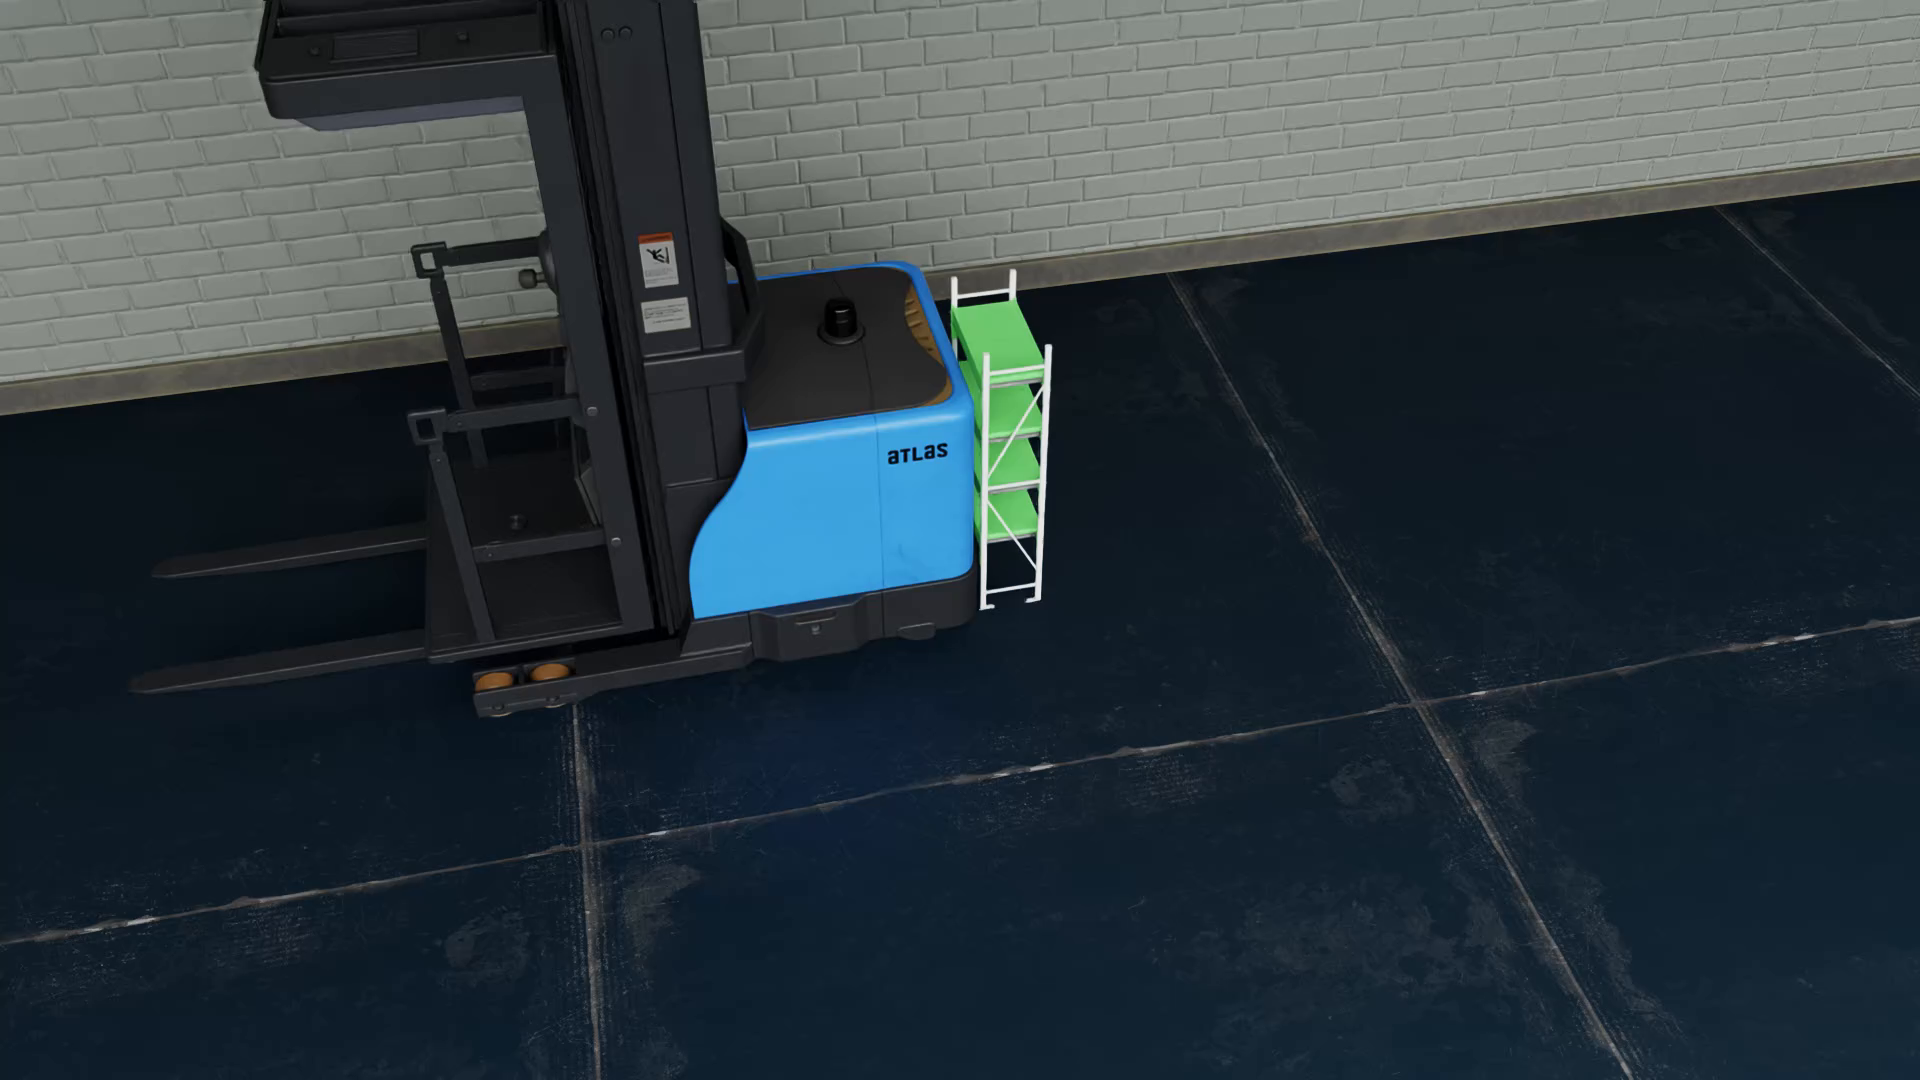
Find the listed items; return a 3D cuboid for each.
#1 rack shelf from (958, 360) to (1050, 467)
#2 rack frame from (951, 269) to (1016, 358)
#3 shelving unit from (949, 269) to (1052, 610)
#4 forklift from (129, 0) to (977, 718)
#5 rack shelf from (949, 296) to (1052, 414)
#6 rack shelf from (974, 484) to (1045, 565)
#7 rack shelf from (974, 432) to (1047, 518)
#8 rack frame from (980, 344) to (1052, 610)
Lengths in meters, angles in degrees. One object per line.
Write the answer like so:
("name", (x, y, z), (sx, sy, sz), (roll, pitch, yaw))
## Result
("rack shelf", (0.141, -0.490, 6.133), (0.258, 0.148, 0.480), (-9, 42, -10))
("rack frame", (0.086, -0.516, 6.427), (0.240, 1.200, 0.015), (-9, 42, -10))
("shelving unit", (0.141, -0.358, 6.250), (0.258, 1.200, 0.503), (-9, 42, -10))
("forklift", (-1.509, -0.843, 5.492), (3.031, 2.935, 1.130), (-9, 42, -10))
("rack shelf", (0.141, -0.669, 5.973), (0.258, 0.148, 0.480), (-9, 42, -10))
("rack shelf", (0.141, -0.131, 6.451), (0.258, 0.148, 0.480), (-9, 42, -10))
("rack shelf", (0.141, -0.310, 6.292), (0.258, 0.148, 0.480), (-9, 42, -10))
("rack frame", (0.196, -0.200, 6.072), (0.240, 1.200, 0.015), (-9, 42, -10))
